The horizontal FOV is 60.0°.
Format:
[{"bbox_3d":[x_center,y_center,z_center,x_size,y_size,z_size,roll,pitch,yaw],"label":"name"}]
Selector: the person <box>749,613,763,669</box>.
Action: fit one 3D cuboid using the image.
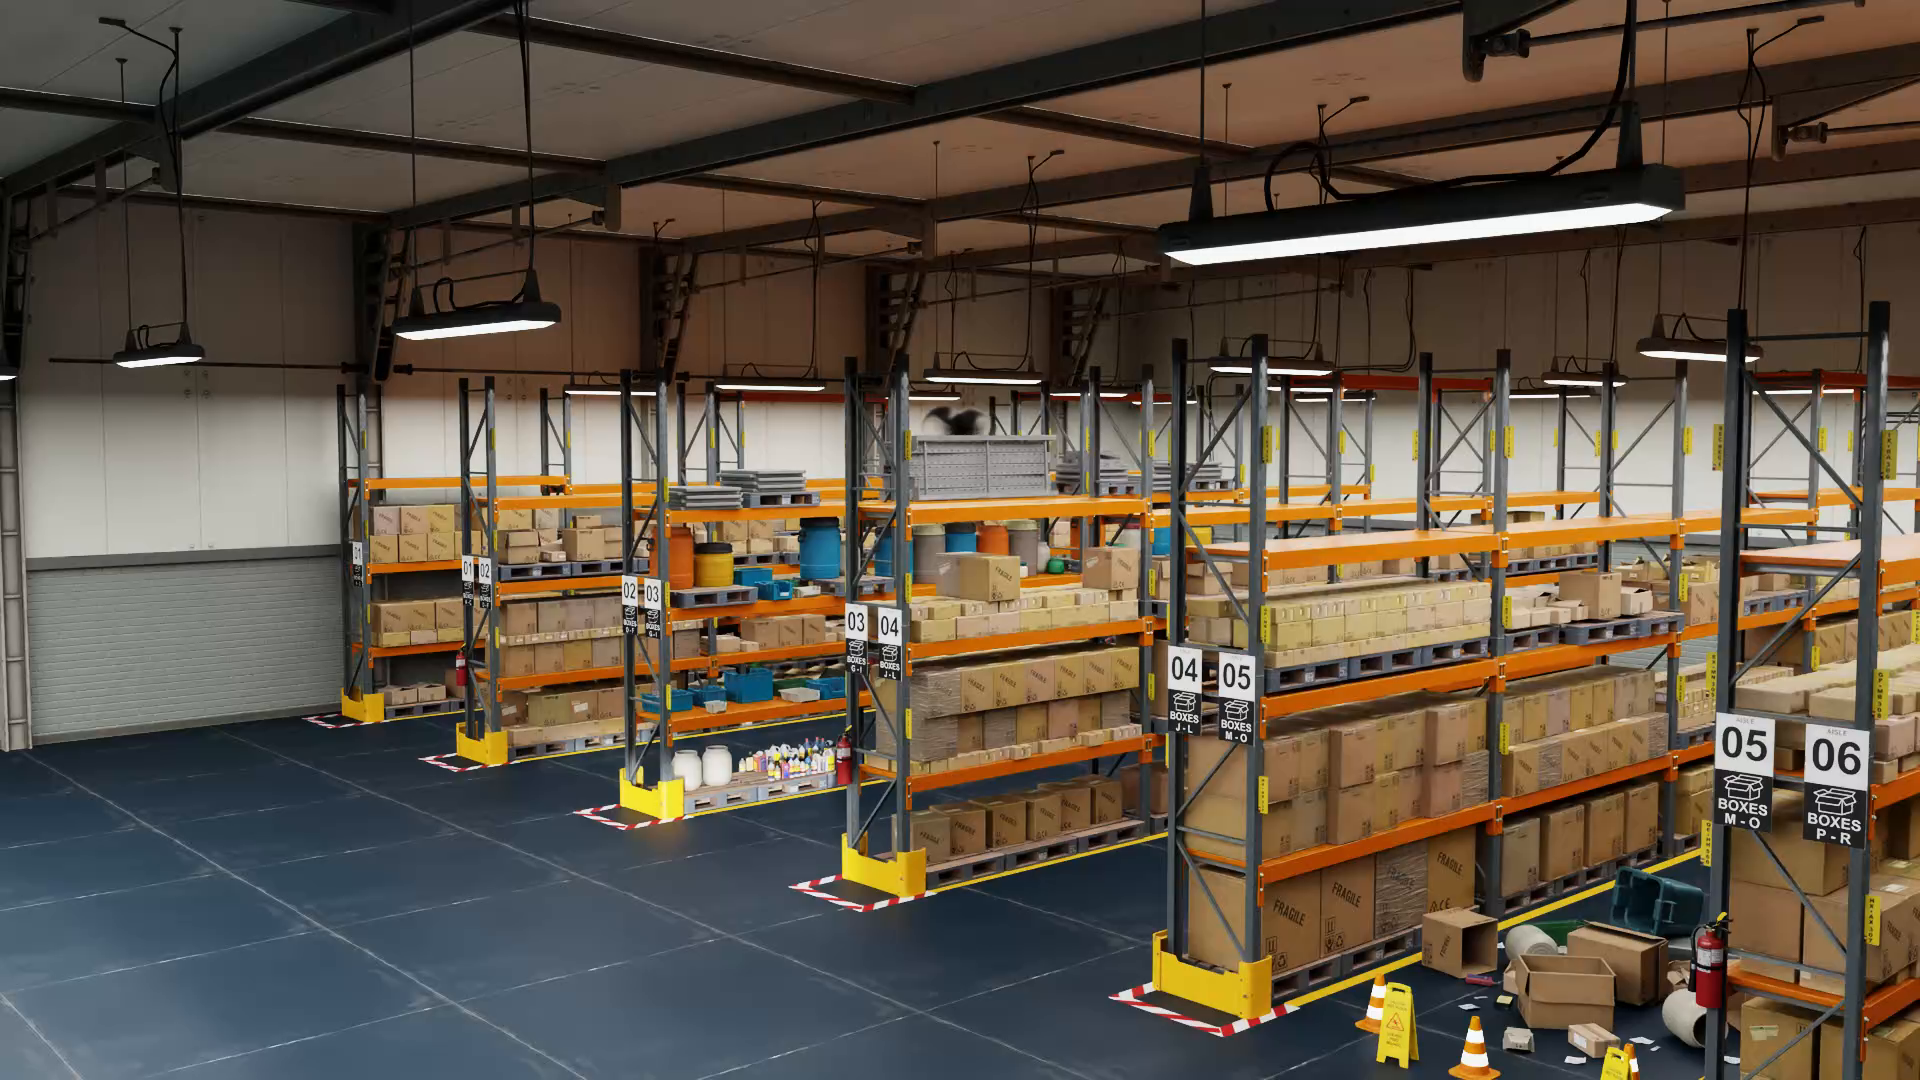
[{"bbox_3d":[-3.945,2.177,32.335,0.662,1.734,0.633,3,5,41],"label":"person"}]
